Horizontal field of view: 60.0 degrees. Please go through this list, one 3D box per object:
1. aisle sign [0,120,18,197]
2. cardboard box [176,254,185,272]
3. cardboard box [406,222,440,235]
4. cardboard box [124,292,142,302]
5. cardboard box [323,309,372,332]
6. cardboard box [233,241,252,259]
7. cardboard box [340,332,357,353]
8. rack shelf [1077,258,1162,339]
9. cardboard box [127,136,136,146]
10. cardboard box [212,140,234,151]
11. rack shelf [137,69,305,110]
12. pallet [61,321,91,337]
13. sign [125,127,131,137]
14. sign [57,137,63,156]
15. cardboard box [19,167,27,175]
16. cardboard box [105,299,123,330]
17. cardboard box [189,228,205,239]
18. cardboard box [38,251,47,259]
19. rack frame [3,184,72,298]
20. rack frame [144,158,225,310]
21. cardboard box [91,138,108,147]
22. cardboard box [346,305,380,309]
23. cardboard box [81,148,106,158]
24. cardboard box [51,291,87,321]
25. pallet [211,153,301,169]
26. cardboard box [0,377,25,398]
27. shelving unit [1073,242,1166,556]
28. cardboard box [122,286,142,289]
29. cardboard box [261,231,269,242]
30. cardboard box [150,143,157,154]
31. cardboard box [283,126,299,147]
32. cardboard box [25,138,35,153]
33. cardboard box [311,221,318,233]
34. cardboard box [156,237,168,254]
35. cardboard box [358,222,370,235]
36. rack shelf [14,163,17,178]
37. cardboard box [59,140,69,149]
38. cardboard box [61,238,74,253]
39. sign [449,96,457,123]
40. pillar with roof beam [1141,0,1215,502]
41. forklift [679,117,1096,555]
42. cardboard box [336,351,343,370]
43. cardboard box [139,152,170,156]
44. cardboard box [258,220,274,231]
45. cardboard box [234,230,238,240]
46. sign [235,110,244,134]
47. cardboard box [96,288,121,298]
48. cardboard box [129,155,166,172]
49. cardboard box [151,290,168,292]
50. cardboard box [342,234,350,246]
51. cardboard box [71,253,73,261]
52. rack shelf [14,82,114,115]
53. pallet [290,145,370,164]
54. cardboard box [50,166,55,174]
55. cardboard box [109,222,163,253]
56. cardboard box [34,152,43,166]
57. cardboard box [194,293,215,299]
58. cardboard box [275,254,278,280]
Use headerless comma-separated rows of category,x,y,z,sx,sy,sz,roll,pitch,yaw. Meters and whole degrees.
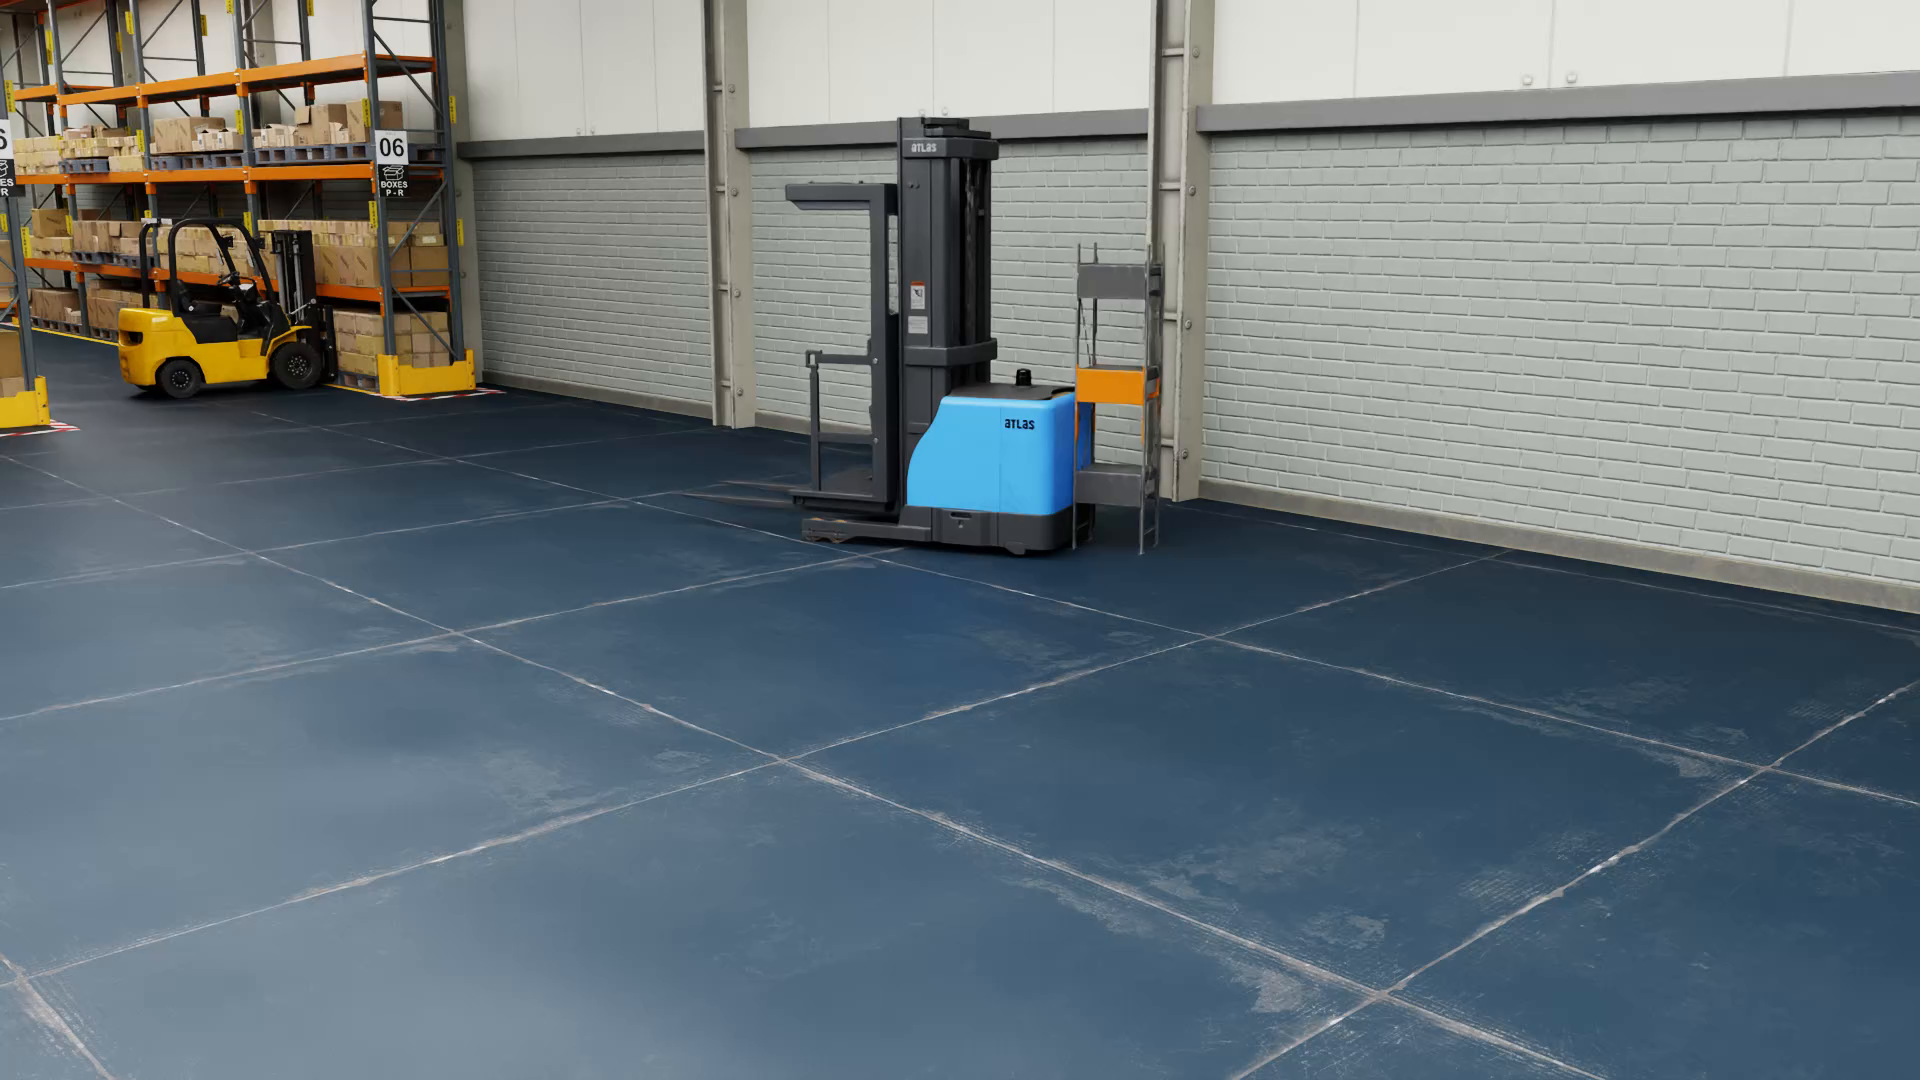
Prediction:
aisle sign,-10.055,-3.966,17.283,0.394,0.787,0.004,-11,16,-43
cardboard box,-11.785,-4.272,25.583,0.500,0.250,0.500,-11,16,-44
cardboard box,-6.812,-3.942,21.017,0.380,0.149,0.250,-11,16,-44
cardboard box,-13.679,-4.051,27.688,0.250,0.149,0.380,11,16,42
cardboard box,-7.990,-2.869,21.698,0.500,0.250,0.500,-11,16,-42
cardboard box,-10.021,-4.142,23.713,0.500,0.250,0.500,-11,16,-44
cardboard box,-7.635,-2.556,21.420,0.500,0.250,0.500,-11,16,-43
rack shelf,1.092,-1.647,11.303,0.480,0.518,0.431,5,13,22
cardboard box,-13.036,-6.348,26.504,0.250,0.149,0.380,11,16,43
cardboard box,-10.476,-5.653,23.817,0.380,0.149,0.250,-11,16,-43
rack shelf,-10.878,-6.616,24.498,1.077,0.370,4.000,-11,16,-43
pallet,-15.495,-3.836,30.009,1.003,0.211,1.213,-11,16,-43
sign,-14.622,-7.095,29.224,0.100,0.325,0.005,-11,16,-43
sign,-15.408,-6.747,28.513,0.100,0.325,0.005,-11,16,-43
cardboard box,-17.083,-6.790,30.625,0.380,0.149,0.250,-11,16,-43
cardboard box,-14.134,-3.831,28.228,0.500,0.500,0.500,11,16,43
cardboard box,-11.353,-4.610,24.999,0.380,0.149,0.250,-10,16,-41
cardboard box,-16.705,-5.246,30.562,0.380,0.149,0.250,-10,16,-41
rack frame,-17.784,-5.685,32.074,1.000,3.000,0.127,-11,16,-43
rack frame,-12.259,-4.518,26.407,1.000,3.000,0.127,-11,16,-43
cardboard box,-14.026,-6.527,27.321,0.380,0.149,0.250,-11,16,-42
cardboard box,-7.963,-3.018,22.423,0.500,0.250,0.500,-11,16,-44
cardboard box,-14.395,-6.455,27.708,0.380,0.149,0.250,-11,16,-43
cardboard box,-16.151,-4.283,30.419,0.500,0.500,0.700,11,16,43
pallet,-10.115,-5.437,23.906,1.217,0.209,0.805,11,16,43
cardboard box,-10.679,-1.673,18.373,0.500,0.250,0.500,-11,16,-43
shelving unit,1.092,-0.975,11.441,0.503,2.100,0.431,5,13,22
cardboard box,-14.558,-4.387,29.319,0.250,0.149,0.380,11,16,43
cardboard box,-9.467,-4.218,23.094,0.380,0.149,0.250,-11,16,-43
cardboard box,-12.238,-6.034,25.623,0.380,0.166,0.250,-11,16,-43
cardboard box,-8.691,-5.333,21.975,0.258,0.266,0.396,11,16,44
cardboard box,-16.605,-7.151,30.148,0.500,0.250,0.500,-10,16,-41
cardboard box,-8.359,-4.148,22.018,0.380,0.149,0.250,-11,16,-42
cardboard box,-12.147,-4.587,25.875,0.500,0.250,0.500,-11,16,-43
cardboard box,-7.327,-3.917,20.899,0.380,0.149,0.250,-11,16,-42
rack shelf,-11.703,-4.067,18.566,1.077,0.370,4.000,-11,16,-43
cardboard box,-15.132,-6.743,28.372,0.380,0.149,0.250,-10,15,-41
cardboard box,-15.549,-5.214,29.421,0.500,0.250,0.500,-10,16,-41
sign,-6.329,-5.363,20.712,0.100,0.325,0.005,-11,16,-43
pillar with roof beam,-1.390,-4.165,9.825,9.100,9.000,0.400,-11,16,-43
forklift,-0.585,-1.504,11.949,3.031,2.935,1.130,5,13,22
cardboard box,-7.963,-2.382,21.813,0.500,0.250,0.500,-11,16,-42
cardboard box,-12.678,-6.127,26.167,0.380,0.149,0.250,-10,16,-41
cardboard box,-9.491,-4.359,23.041,0.380,0.149,0.250,-10,16,-41
cardboard box,-10.215,-4.398,23.969,0.380,0.149,0.250,-11,16,-43
sign,-9.882,-5.734,22.813,0.100,0.325,0.005,-11,16,-43
cardboard box,-14.719,-4.282,28.807,0.250,0.149,0.380,11,16,44
cardboard box,-12.789,-5.955,26.319,0.500,0.250,0.500,11,16,43
cardboard box,-13.481,-4.163,28.231,0.250,0.149,0.380,11,16,43
cardboard box,-7.672,-3.846,21.290,0.380,0.149,0.250,-11,16,-43
cardboard box,-15.424,-4.990,29.321,0.380,0.149,0.250,-11,16,-42
rack shelf,-16.402,-7.978,30.125,1.077,0.370,4.000,-11,16,-43
pallet,-8.050,-5.061,21.829,1.003,0.211,1.213,-11,16,-43
cardboard box,-15.829,-6.536,29.390,0.380,0.149,0.250,-10,15,-41
cardboard box,-13.520,-4.987,27.385,0.637,0.503,0.797,11,16,44
cardboard box,-16.247,-6.829,29.827,0.500,0.250,0.500,-10,16,-41
cardboard box,-12.394,-3.937,27.131,0.380,0.149,0.250,-10,15,-40
cardboard box,-9.007,-3.808,22.715,0.500,0.500,0.500,-11,16,-42
